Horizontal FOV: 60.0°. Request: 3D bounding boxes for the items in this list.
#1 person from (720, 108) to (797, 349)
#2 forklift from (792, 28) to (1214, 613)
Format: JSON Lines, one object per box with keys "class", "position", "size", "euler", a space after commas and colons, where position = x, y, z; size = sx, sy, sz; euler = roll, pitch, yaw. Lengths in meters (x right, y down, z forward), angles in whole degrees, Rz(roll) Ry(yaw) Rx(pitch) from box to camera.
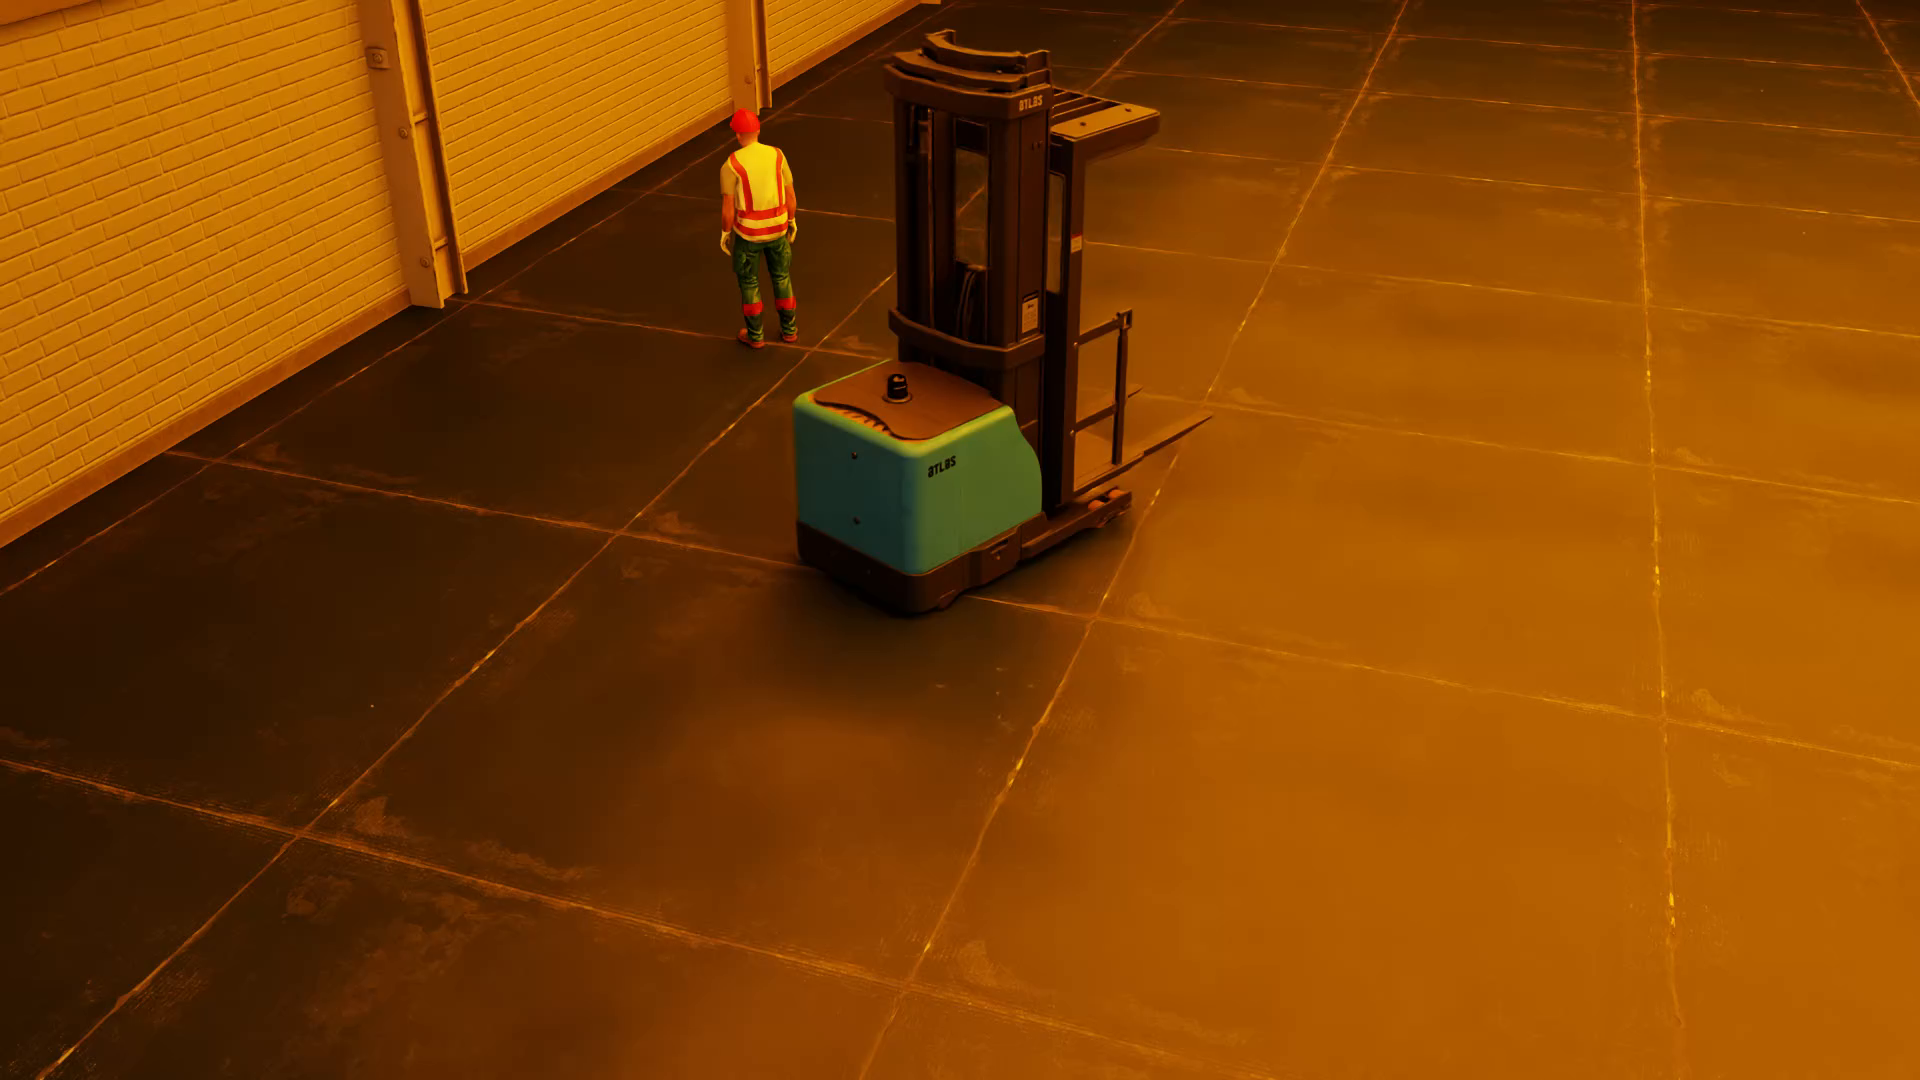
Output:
{"class": "person", "position": [-1.494, -2.299, 12.338], "size": [0.615, 1.778, 0.453], "euler": [-14, 33, -24]}
{"class": "forklift", "position": [0.420, -1.506, 9.778], "size": [1.130, 2.935, 3.031], "euler": [25, 38, 37]}
